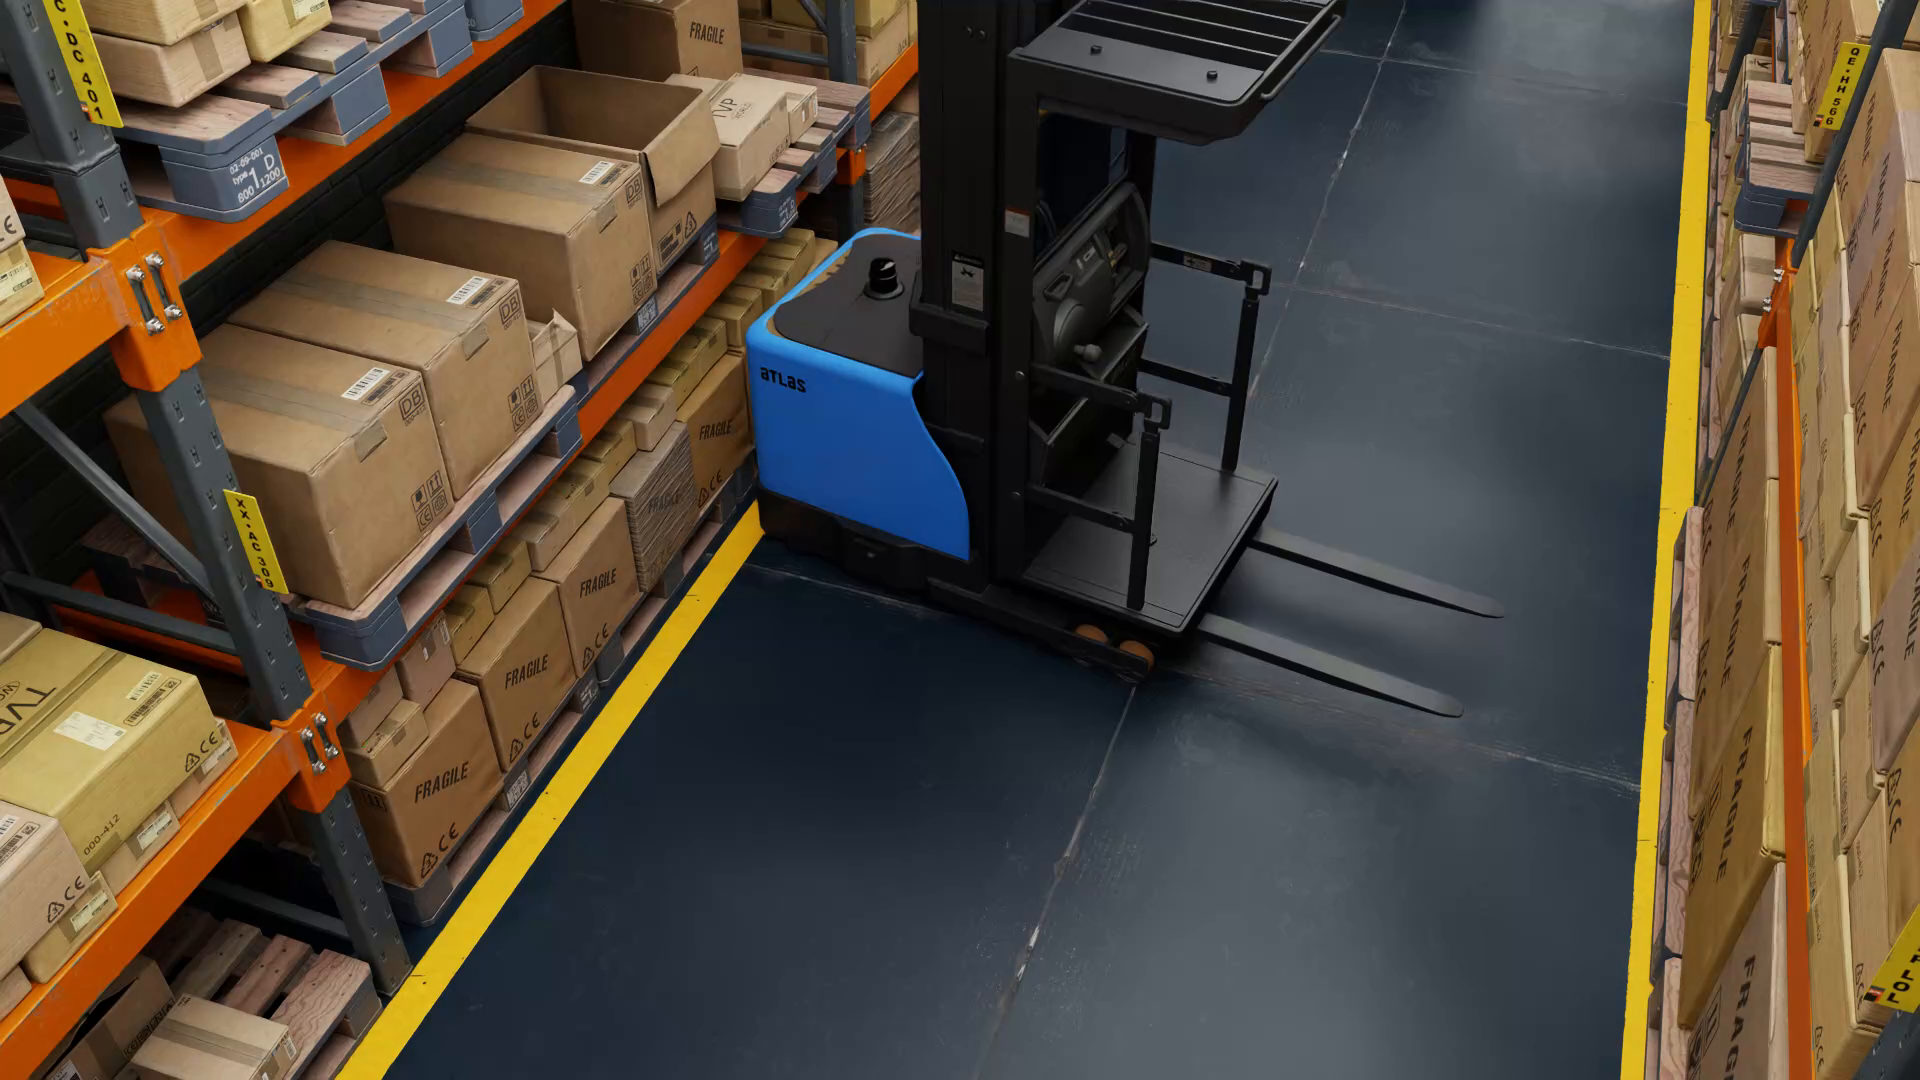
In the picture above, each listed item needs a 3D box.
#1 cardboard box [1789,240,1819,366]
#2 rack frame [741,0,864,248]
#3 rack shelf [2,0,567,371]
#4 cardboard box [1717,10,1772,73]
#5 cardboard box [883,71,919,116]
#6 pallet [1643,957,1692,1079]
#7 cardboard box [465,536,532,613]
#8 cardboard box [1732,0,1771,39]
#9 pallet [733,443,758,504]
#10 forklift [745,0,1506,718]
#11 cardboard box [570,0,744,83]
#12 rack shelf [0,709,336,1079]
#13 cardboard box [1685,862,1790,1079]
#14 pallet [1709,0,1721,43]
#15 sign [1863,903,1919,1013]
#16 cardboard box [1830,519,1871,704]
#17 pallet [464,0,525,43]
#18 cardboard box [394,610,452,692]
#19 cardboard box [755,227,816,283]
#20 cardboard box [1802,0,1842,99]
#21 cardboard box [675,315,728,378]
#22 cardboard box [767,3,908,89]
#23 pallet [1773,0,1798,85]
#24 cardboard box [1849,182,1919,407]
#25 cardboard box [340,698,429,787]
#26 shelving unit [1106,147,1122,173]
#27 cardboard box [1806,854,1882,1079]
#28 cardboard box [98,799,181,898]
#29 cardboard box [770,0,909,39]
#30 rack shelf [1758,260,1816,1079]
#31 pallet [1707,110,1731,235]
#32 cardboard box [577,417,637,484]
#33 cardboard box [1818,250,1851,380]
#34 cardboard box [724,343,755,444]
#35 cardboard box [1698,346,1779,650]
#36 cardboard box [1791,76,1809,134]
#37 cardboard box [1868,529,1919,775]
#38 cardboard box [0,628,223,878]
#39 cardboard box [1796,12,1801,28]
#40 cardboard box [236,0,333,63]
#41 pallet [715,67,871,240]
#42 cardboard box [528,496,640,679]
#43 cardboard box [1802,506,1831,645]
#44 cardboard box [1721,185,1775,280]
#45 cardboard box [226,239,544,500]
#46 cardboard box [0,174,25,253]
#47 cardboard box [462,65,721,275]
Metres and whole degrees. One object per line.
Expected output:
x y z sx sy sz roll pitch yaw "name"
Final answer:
3.312 -0.819 6.015 0.500 0.250 0.500 13 42 14 "cardboard box"
-0.950 -2.219 7.539 1.000 3.000 0.127 13 42 15 "rack frame"
-1.634 -1.866 5.369 1.077 0.370 4.000 13 42 15 "rack shelf"
5.033 -3.093 10.359 0.500 0.250 0.500 15 43 17 "cardboard box"
-0.508 -2.253 9.085 0.875 0.625 0.625 15 43 16 "cardboard box"
2.541 1.894 4.867 1.003 0.211 1.213 13 42 15 "pallet"
-1.765 0.090 5.936 0.380 0.149 0.250 13 42 14 "cardboard box"
5.033 -3.378 10.116 0.500 0.500 0.500 13 42 14 "cardboard box"
-1.241 -0.711 7.921 1.003 0.211 1.213 13 42 15 "pallet"
0.673 -0.947 6.102 3.031 2.935 1.130 19 44 21 "forklift"
-1.273 -2.137 7.043 0.500 0.500 0.500 15 43 17 "cardboard box"
-3.002 1.715 3.483 1.077 0.370 4.000 13 42 15 "rack shelf"
2.484 1.573 4.409 0.875 0.875 0.875 15 43 16 "cardboard box"
5.695 -3.662 11.380 1.003 0.211 1.213 13 42 15 "pallet"
1.834 0.796 3.175 0.100 0.325 0.005 13 42 15 "sign"
2.605 0.241 4.387 0.500 0.250 0.500 14 43 16 "cardboard box"
-1.677 -1.864 4.957 1.213 0.211 1.003 13 42 15 "pallet"
-1.902 0.323 5.433 0.380 0.149 0.250 11 42 13 "cardboard box"
-0.881 -1.317 7.585 0.380 0.149 0.250 11 42 13 "cardboard box"
3.776 -2.087 6.755 0.500 0.500 0.500 13 42 14 "cardboard box"
-1.210 -0.842 7.028 0.380 0.149 0.250 14 43 16 "cardboard box"
-0.569 -2.378 7.842 0.500 0.250 0.500 13 42 15 "cardboard box"
4.354 -2.263 7.739 1.003 0.211 1.213 13 42 15 "pallet"
2.965 -0.674 4.882 0.500 0.500 0.500 14 43 16 "cardboard box"
-1.945 0.606 5.331 0.380 0.149 0.250 15 43 17 "cardboard box"
0.417 -1.683 8.068 0.587 1.500 1.083 -16 43 -18 "shelving unit"
2.264 1.048 3.826 0.500 0.250 0.500 12 42 14 "cardboard box"
-2.259 0.731 4.276 0.380 0.149 0.250 14 43 16 "cardboard box"
-0.546 -2.563 7.673 0.500 0.250 0.500 13 42 15 "cardboard box"
3.031 0.374 5.054 1.077 0.370 4.000 13 42 15 "rack shelf"
4.818 -2.023 9.458 1.003 0.211 1.213 13 42 15 "pallet"
-1.493 -0.376 6.482 0.380 0.149 0.250 13 42 15 "cardboard box"
3.132 -0.683 5.470 0.500 0.250 0.500 14 42 16 "cardboard box"
-1.074 -0.819 7.501 0.500 0.500 0.500 13 42 14 "cardboard box"
3.401 -0.068 6.332 0.875 0.875 0.875 13 42 15 "cardboard box"
3.674 -1.779 6.894 0.380 0.149 0.250 13 42 15 "cardboard box"
2.434 0.257 3.791 0.500 0.500 0.500 14 42 16 "cardboard box"
-2.263 0.530 4.204 0.500 0.250 0.500 14 43 16 "cardboard box"
4.062 -2.398 7.620 0.380 0.149 0.250 12 42 14 "cardboard box"
-1.721 -1.266 3.905 0.380 0.149 0.250 14 42 16 "cardboard box"
-1.116 -1.717 7.099 1.213 0.211 1.003 13 42 15 "pallet"
-1.594 0.137 6.381 0.500 0.500 0.500 12 42 14 "cardboard box"
2.802 0.118 4.916 0.500 0.250 0.500 13 42 15 "cardboard box"
4.427 -1.535 8.439 0.950 0.372 0.625 15 43 17 "cardboard box"
-1.765 -0.538 5.169 0.700 0.500 0.500 14 42 16 "cardboard box"
-2.248 -0.626 3.248 0.500 0.250 0.500 13 42 15 "cardboard box"
-1.335 -1.381 6.154 0.797 0.503 0.637 12 42 14 "cardboard box"
